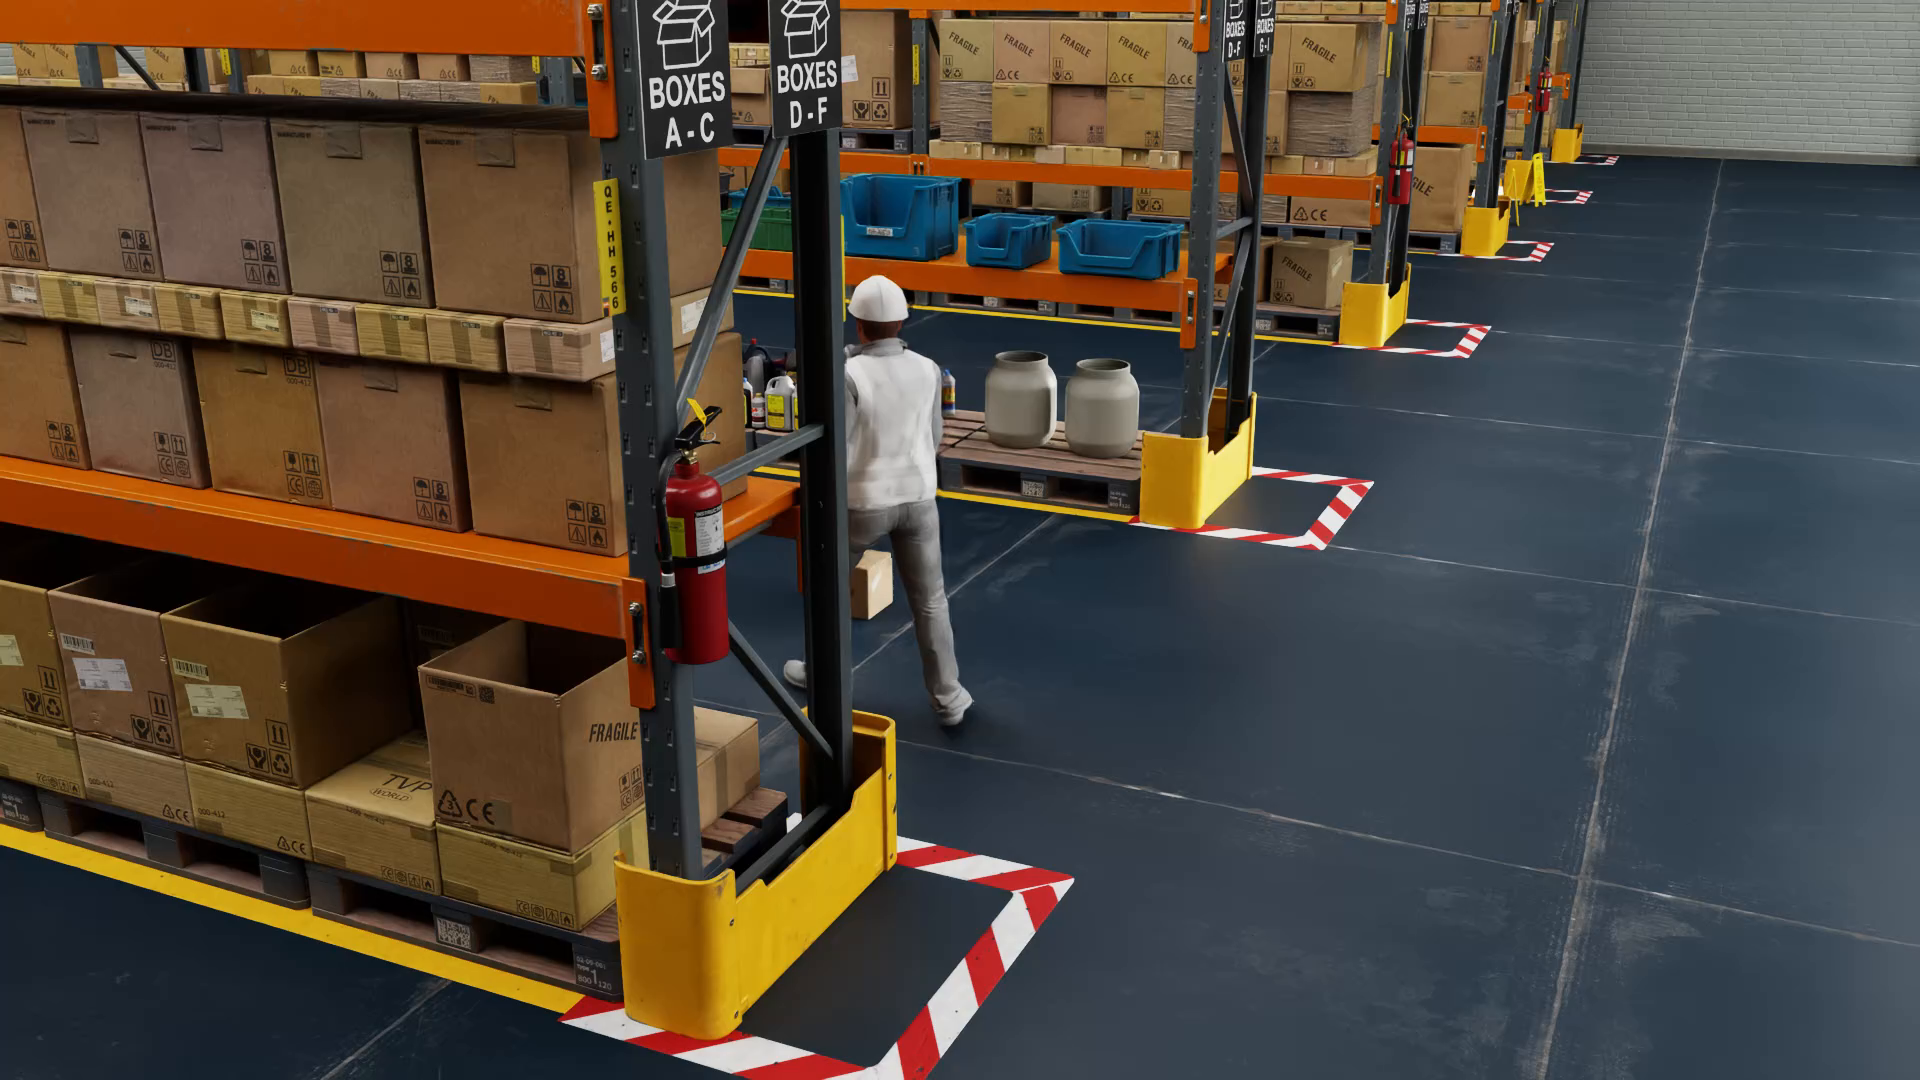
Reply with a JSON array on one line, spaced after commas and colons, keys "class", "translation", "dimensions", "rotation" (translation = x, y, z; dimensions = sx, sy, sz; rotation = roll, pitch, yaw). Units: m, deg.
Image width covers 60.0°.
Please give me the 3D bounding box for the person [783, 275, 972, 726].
[{"class": "person", "translation": [-0.321, -0.160, 6.537], "dimensions": [0.621, 1.737, 0.777], "rotation": [-8, 21, -23]}]
